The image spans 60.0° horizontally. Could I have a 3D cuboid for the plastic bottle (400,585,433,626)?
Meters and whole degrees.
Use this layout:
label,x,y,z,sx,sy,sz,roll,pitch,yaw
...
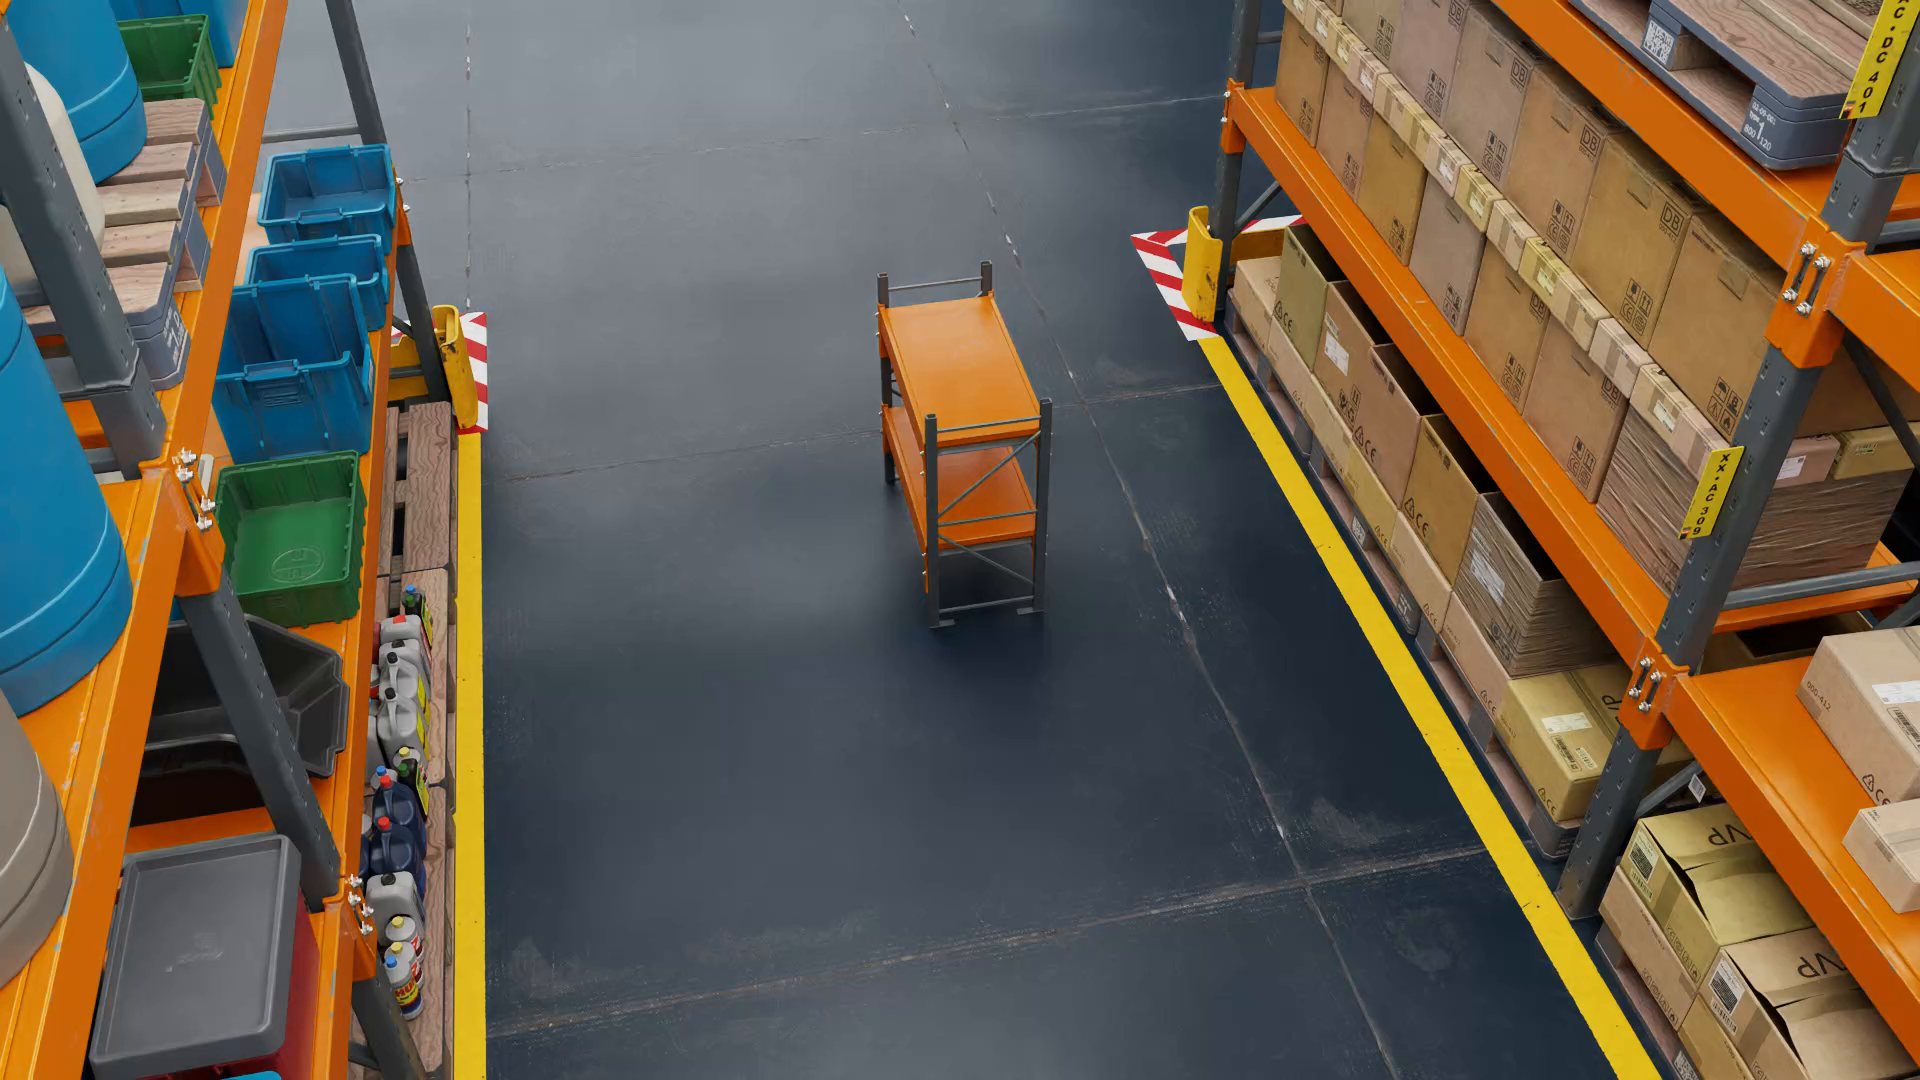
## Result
label,x,y,z,sx,sy,sz,roll,pitch,yaw
plastic bottle,-2.210,0.267,6.748,0.097,0.201,0.097,0,42,0

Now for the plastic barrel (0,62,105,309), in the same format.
label,x,y,z,sx,sy,sz,roll,pitch,yaw
plastic barrel,-2.072,-0.778,3.489,0.421,0.512,0.421,0,42,0

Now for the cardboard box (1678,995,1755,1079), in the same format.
label,x,y,z,sx,sy,sz,roll,pitch,yaw
cardboard box,2.621,1.642,5.177,0.500,0.250,0.500,-7,42,-8

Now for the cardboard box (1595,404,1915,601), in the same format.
label,x,y,z,sx,sy,sz,roll,pitch,yaw
cardboard box,2.565,-0.182,5.402,0.700,0.500,0.500,-9,42,-10

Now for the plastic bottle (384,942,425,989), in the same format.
label,x,y,z,sx,sy,sz,roll,pitch,yaw
plastic bottle,-1.833,1.397,5.475,0.097,0.201,0.097,0,42,0

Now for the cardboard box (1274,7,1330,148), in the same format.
label,x,y,z,sx,sy,sz,roll,pitch,yaw
cardboard box,1.892,-2.183,7.657,0.700,0.500,0.500,-8,42,-9

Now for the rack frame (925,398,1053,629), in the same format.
label,x,y,z,sx,sy,sz,roll,pitch,yaw
rack frame,0.111,-0.087,6.782,0.500,1.125,0.032,-8,42,-9

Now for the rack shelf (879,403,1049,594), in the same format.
label,x,y,z,sx,sy,sz,roll,pitch,yaw
rack shelf,0.001,-0.233,7.316,0.538,0.278,1.000,-8,42,-9

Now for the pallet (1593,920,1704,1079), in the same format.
label,x,y,z,sx,sy,sz,roll,pitch,yaw
pallet,2.864,1.657,5.506,1.003,0.211,1.213,-8,42,-9

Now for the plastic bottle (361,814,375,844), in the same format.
label,x,y,z,sx,sy,sz,roll,pitch,yaw
plastic bottle,-2.089,1.046,5.817,0.097,0.271,0.097,0,42,0

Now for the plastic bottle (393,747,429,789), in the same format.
label,x,y,z,sx,sy,sz,roll,pitch,yaw
plastic bottle,-2.019,0.840,6.103,0.097,0.201,0.097,0,42,0

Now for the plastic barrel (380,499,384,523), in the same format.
label,x,y,z,sx,sy,sz,roll,pitch,yaw
plastic barrel,-2.709,-0.229,7.088,0.421,0.512,0.421,0,42,0

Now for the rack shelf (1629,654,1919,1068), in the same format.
label,x,y,z,sx,sy,sz,roll,pitch,yaw
rack shelf,3.098,1.708,3.890,1.077,0.370,4.000,-8,42,-9

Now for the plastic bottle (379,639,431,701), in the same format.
label,x,y,z,sx,sy,sz,roll,pitch,yaw
plastic bottle,-2.152,0.496,6.434,0.152,0.276,0.135,-9,42,-10

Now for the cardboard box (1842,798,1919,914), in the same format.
label,x,y,z,sx,sy,sz,roll,pitch,yaw
cardboard box,2.658,0.840,4.515,0.380,0.149,0.250,-8,42,-9

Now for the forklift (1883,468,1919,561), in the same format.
label,x,y,z,sx,sy,sz,roll,pitch,yaw
forklift,4.750,-0.955,6.400,1.130,2.935,3.031,-9,42,-10

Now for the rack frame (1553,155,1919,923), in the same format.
label,x,y,z,sx,sy,sz,roll,pitch,yaw
rack frame,2.667,0.142,5.112,1.000,3.000,0.127,-8,42,-9

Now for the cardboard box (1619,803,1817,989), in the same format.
label,x,y,z,sx,sy,sz,roll,pitch,yaw
cardboard box,2.513,1.108,5.357,0.500,0.311,0.500,-8,42,-9

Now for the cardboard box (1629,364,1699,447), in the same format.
label,x,y,z,sx,sy,sz,roll,pitch,yaw
cardboard box,2.347,-0.444,5.208,0.380,0.149,0.250,-9,42,-10

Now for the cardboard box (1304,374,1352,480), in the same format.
label,x,y,z,sx,sy,sz,roll,pitch,yaw
cardboard box,1.921,-0.552,7.649,0.500,0.250,0.500,-8,42,-9

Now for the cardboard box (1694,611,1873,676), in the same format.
label,x,y,z,sx,sy,sz,roll,pitch,yaw
cardboard box,2.872,0.388,6.025,0.500,0.500,0.500,-8,42,-9

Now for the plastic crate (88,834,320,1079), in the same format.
label,x,y,z,sx,sy,sz,roll,pitch,yaw
plastic crate,-1.767,1.096,3.990,0.402,0.464,0.583,-8,42,-9

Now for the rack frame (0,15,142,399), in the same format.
label,x,y,z,sx,sy,sz,roll,pitch,yaw
rack frame,-2.171,-1.394,2.323,1.000,3.000,0.127,-8,42,-9

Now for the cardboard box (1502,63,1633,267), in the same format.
label,x,y,z,sx,sy,sz,roll,pitch,yaw
cardboard box,2.347,-1.319,5.706,0.700,0.500,0.500,-8,42,-9

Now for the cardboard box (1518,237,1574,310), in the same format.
label,x,y,z,sx,sy,sz,roll,pitch,yaw
cardboard box,2.181,-0.943,5.771,0.380,0.149,0.250,-9,42,-9

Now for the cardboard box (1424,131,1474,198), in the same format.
label,x,y,z,sx,sy,sz,roll,pitch,yaw
cardboard box,2.009,-1.449,6.340,0.380,0.149,0.250,-8,42,-9

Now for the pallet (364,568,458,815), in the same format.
label,x,y,z,sx,sy,sz,roll,pitch,yaw
pallet,-2.542,0.659,6.630,1.003,0.211,1.213,-8,42,-9

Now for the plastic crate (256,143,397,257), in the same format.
label,x,y,z,sx,sy,sz,roll,pitch,yaw
plastic crate,-2.634,-1.406,6.968,0.499,0.251,0.616,-8,42,-9

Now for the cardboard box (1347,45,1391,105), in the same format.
label,x,y,z,sx,sy,sz,roll,pitch,yaw
cardboard box,1.842,-1.949,6.904,0.380,0.149,0.250,-9,42,-10

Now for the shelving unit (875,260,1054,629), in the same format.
label,x,y,z,sx,sy,sz,roll,pitch,yaw
shelving unit,0.001,-0.416,7.153,0.538,1.125,1.048,-8,42,-9

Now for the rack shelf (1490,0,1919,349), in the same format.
label,x,y,z,sx,sy,sz,roll,pitch,yaw
rack shelf,2.235,-2.007,5.815,1.077,0.370,4.000,-8,42,-9

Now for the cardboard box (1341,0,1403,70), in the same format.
label,x,y,z,sx,sy,sz,roll,pitch,yaw
cardboard box,2.022,-2.294,6.804,0.700,0.500,0.500,-9,42,-10

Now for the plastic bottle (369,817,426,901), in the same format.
label,x,y,z,sx,sy,sz,roll,pitch,yaw
plastic bottle,-1.940,1.093,5.705,0.144,0.351,0.185,-7,42,-8

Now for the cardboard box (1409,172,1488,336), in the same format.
label,x,y,z,sx,sy,sz,roll,pitch,yaw
cardboard box,2.228,-1.180,6.527,0.700,0.500,0.500,-7,42,-8

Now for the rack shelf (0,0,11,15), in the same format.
label,x,y,z,sx,sy,sz,roll,pitch,yaw
rack shelf,-2.602,-2.272,4.155,1.077,0.370,4.000,-8,42,-9

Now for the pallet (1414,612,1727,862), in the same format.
label,x,y,z,sx,sy,sz,roll,pitch,yaw
pallet,2.536,0.664,6.625,1.003,0.211,1.213,-8,42,-9

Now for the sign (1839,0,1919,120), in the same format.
label,x,y,z,sx,sy,sz,roll,pitch,yaw
sign,2.125,-1.122,3.827,0.100,0.325,0.005,-8,42,-9

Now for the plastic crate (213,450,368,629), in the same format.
label,x,y,z,sx,sy,sz,roll,pitch,yaw
plastic crate,-2.188,0.009,5.422,0.450,0.188,0.662,-8,42,-9

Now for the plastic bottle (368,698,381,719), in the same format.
label,x,y,z,sx,sy,sz,roll,pitch,yaw
plastic bottle,-2.221,0.676,6.287,0.097,0.201,0.097,0,42,0

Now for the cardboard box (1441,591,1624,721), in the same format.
label,x,y,z,sx,sy,sz,roll,pitch,yaw
cardboard box,2.255,0.419,6.555,0.500,0.250,0.500,-8,42,-9

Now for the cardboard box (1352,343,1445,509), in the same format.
label,x,y,z,sx,sy,sz,roll,pitch,yaw
cardboard box,2.023,-0.507,7.034,0.500,0.500,0.500,-8,42,-9

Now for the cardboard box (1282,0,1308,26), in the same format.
label,x,y,z,sx,sy,sz,roll,pitch,yaw
cardboard box,1.678,-2.445,7.463,0.380,0.149,0.250,-9,42,-10
